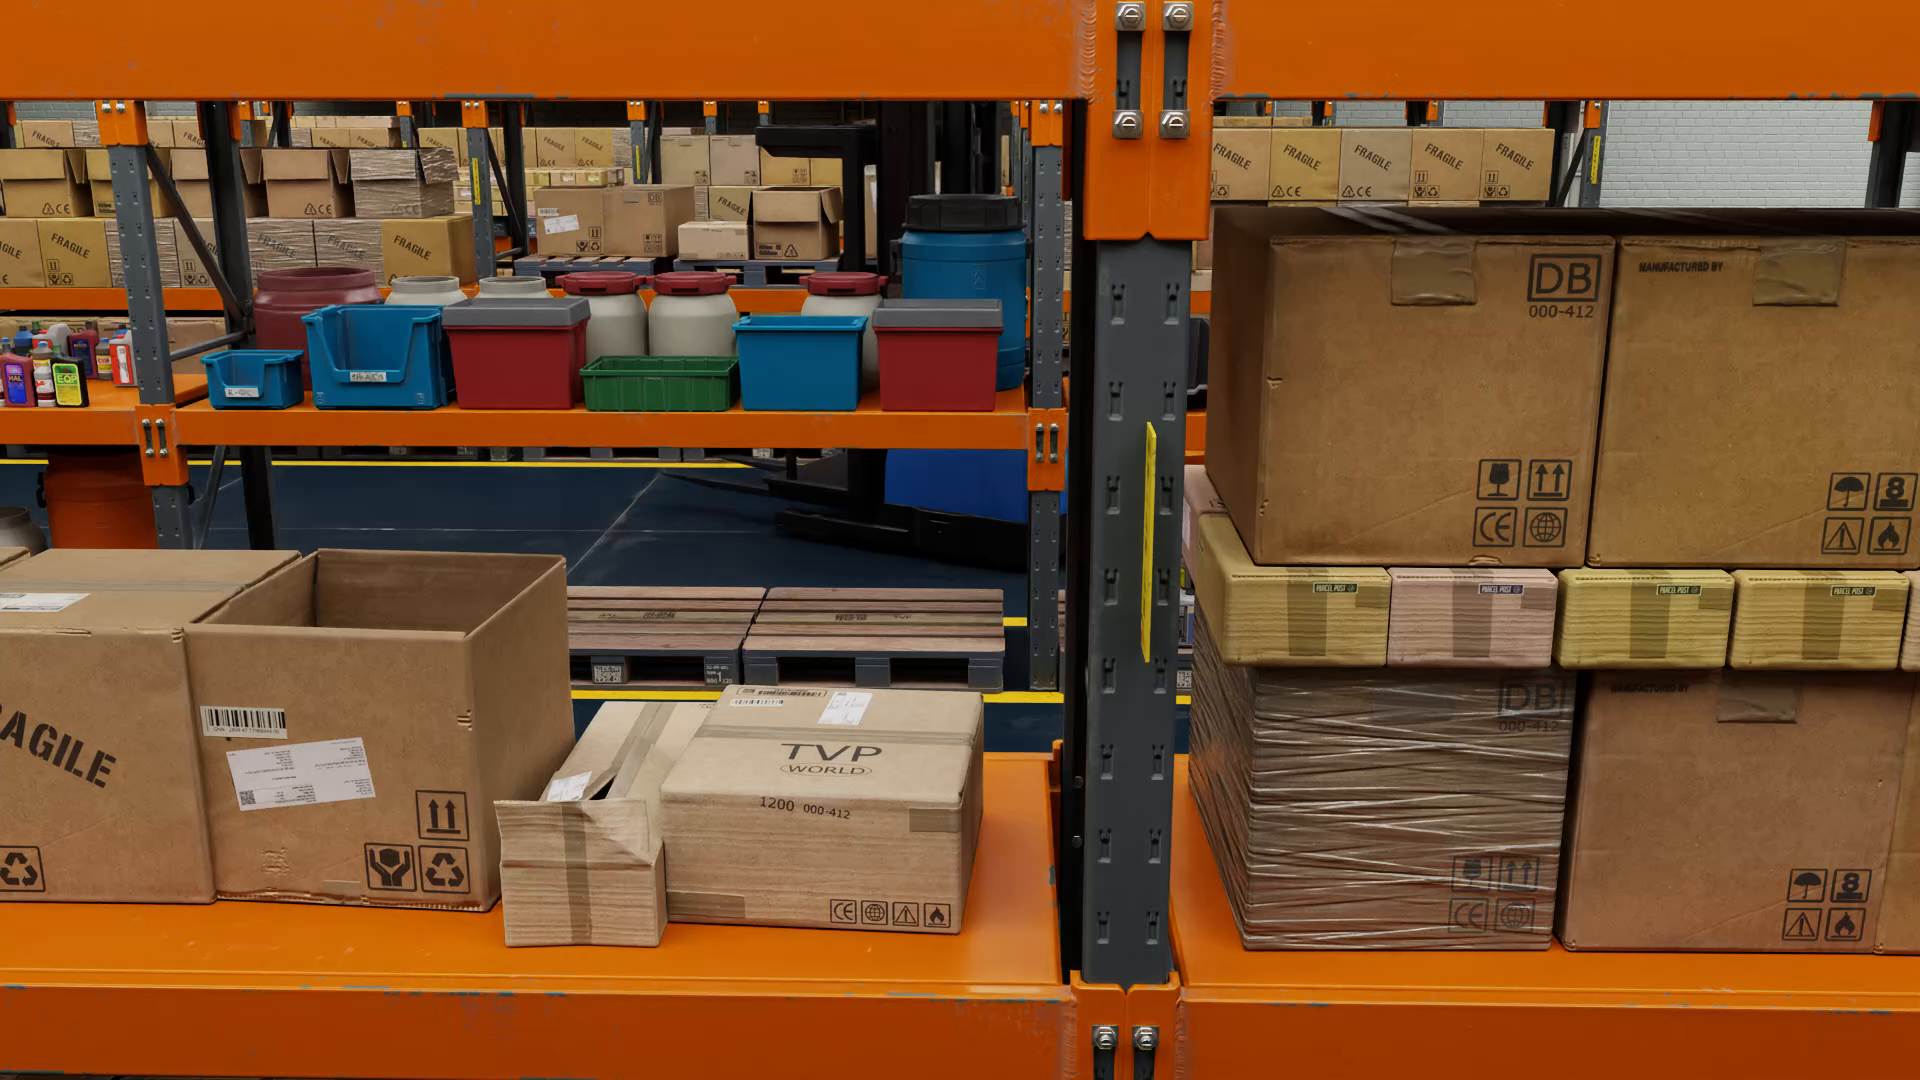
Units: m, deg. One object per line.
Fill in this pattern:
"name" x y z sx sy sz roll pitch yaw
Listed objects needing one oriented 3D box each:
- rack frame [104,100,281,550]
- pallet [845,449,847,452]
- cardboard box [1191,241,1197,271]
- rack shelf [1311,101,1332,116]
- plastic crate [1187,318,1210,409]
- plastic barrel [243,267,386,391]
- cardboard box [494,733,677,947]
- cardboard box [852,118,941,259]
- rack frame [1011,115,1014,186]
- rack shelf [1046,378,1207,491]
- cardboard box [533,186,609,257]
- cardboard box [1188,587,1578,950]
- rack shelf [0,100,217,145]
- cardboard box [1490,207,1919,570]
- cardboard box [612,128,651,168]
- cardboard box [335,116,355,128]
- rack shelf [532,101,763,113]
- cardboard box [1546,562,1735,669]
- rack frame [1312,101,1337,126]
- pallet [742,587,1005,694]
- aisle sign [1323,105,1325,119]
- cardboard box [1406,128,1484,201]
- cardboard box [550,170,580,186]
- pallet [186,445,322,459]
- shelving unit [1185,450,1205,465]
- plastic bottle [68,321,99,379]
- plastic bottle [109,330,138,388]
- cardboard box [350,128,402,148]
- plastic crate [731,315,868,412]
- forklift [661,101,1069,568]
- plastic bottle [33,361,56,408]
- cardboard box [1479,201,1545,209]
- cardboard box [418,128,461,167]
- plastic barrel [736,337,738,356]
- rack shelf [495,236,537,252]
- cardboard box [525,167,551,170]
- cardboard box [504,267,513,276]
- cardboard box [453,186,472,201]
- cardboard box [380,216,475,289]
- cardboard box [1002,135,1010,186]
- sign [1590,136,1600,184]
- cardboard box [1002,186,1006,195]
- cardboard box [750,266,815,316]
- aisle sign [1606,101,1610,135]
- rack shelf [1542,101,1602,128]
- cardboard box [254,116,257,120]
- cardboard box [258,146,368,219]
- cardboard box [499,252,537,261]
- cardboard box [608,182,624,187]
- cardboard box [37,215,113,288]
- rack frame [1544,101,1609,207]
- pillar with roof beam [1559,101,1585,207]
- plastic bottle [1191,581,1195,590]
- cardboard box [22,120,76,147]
"rack frame" -3.601 -0.903 7.881 0.127 3.000 1.000 0 15 1
"pallet" -0.254 -0.796 12.944 1.213 0.211 1.003 0 15 1
"cardboard box" 1.472 -2.301 12.402 0.500 0.500 0.875 0 15 1
"rack shelf" 2.777 -5.756 21.809 4.000 0.370 1.077 0 15 1
"plastic crate" 0.918 -0.811 7.655 0.504 0.338 0.767 0 15 1
"plastic barrel" -3.129 -1.043 8.145 0.708 0.536 0.600 0 15 1
"cardboard box" -0.616 0.493 2.856 0.258 0.266 0.396 0 15 0
"cardboard box" -0.266 -2.674 12.595 1.000 1.000 1.000 0 15 2
"rack frame" 0.901 -5.933 26.947 0.127 3.000 1.000 0 15 1
"rack shelf" 2.397 -0.516 7.825 4.000 0.370 1.077 0 15 1
"cardboard box" -2.933 -2.424 12.628 0.500 0.500 0.500 -1 15 -5
"cardboard box" 0.711 0.340 2.977 0.500 0.500 0.700 0 15 0
"rack shelf" -5.600 -2.018 7.640 4.000 0.370 1.077 0 15 1
"cardboard box" 1.217 -0.285 2.800 0.500 0.500 0.700 0 15 1
"cardboard box" -4.258 -5.163 21.872 0.500 0.500 0.500 1 15 2
"cardboard box" -8.046 -5.519 21.951 0.250 0.149 0.380 0 15 1
"rack shelf" -5.097 -7.074 26.804 4.000 0.370 1.077 0 15 1
"cardboard box" 1.040 0.079 2.695 0.250 0.149 0.380 0 15 0
"rack frame" 4.776 -4.641 22.050 0.127 3.000 1.000 0 15 1
"pallet" -0.388 0.476 8.120 1.213 0.211 1.003 0 15 1
"aisle sign" 4.846 -5.977 22.017 0.004 0.787 0.394 0 15 1
"cardboard box" 3.467 -2.732 12.075 0.500 0.500 0.500 0 15 1
"cardboard box" -3.999 -3.688 16.941 0.250 0.149 0.380 0 15 1
"pallet" -5.477 -0.850 13.150 1.213 0.211 1.003 0 15 1
"shelving unit" 1.534 -0.662 9.909 1.083 1.500 0.587 -3 15 -11
"plastic bottle" -4.352 -0.945 8.272 0.133 0.283 0.061 0 15 1
"plastic bottle" -4.029 -0.889 8.073 0.135 0.276 0.152 0 15 1
"cardboard box" -7.699 -5.184 21.951 0.500 0.500 0.500 0 15 1
"plastic crate" -0.713 -0.797 7.511 0.575 0.384 0.392 0 15 1
"forklift" -0.558 -1.518 10.346 3.031 2.935 1.130 9 17 31
"plastic bottle" -4.131 -0.706 7.525 0.097 0.201 0.097 0 15 0
"cardboard box" 3.974 -2.316 12.461 0.500 0.500 0.875 0 15 1
"cardboard box" -6.787 -5.175 21.918 0.500 0.500 0.500 1 15 2
"plastic barrel" -0.921 -0.857 7.981 0.301 0.262 0.301 0 15 0
"rack shelf" -5.246 -3.095 17.602 4.000 0.370 1.077 0 15 1
"cardboard box" -4.482 -3.857 17.583 0.250 0.149 0.380 0 15 -1
"cardboard box" -4.442 -2.725 17.396 0.500 0.250 0.500 1 15 2
"cardboard box" -5.042 -3.550 17.003 0.250 0.149 0.380 1 15 3
"cardboard box" -3.974 -2.154 12.429 0.500 0.500 0.500 1 15 3
"cardboard box" 0.256 -3.937 17.228 0.500 0.500 0.700 0 15 0
"sign" 4.489 -2.685 11.747 0.005 0.325 0.100 0 15 1
"cardboard box" 0.224 -3.388 17.104 0.500 0.500 0.500 0 15 1
"cardboard box" -1.766 -2.514 17.574 0.750 0.750 1.050 1 15 2
"aisle sign" 4.577 -3.294 11.848 0.004 0.787 0.394 0 15 1
"rack shelf" 2.524 -3.229 12.230 4.000 0.370 1.077 0 15 1
"cardboard box" -9.321 -5.497 21.867 0.250 0.149 0.380 0 15 0
"cardboard box" -4.856 -2.713 12.581 0.637 0.503 0.797 1 15 3
"cardboard box" -5.695 -3.907 22.611 0.875 0.875 0.875 1 15 3
"cardboard box" -3.724 -3.710 17.607 0.250 0.149 0.380 1 15 4
"cardboard box" -6.517 -2.170 12.490 0.500 0.500 0.500 0 15 2
"rack frame" 4.523 -2.114 12.471 0.127 3.000 1.000 0 15 1
"pillar with roof beam" 10.114 -7.905 22.662 0.400 9.000 9.100 0 15 1
"plastic bottle" 1.241 0.123 8.322 0.185 0.351 0.144 0 15 -1
"cardboard box" -9.268 -4.074 17.162 0.500 0.500 0.500 0 15 0
